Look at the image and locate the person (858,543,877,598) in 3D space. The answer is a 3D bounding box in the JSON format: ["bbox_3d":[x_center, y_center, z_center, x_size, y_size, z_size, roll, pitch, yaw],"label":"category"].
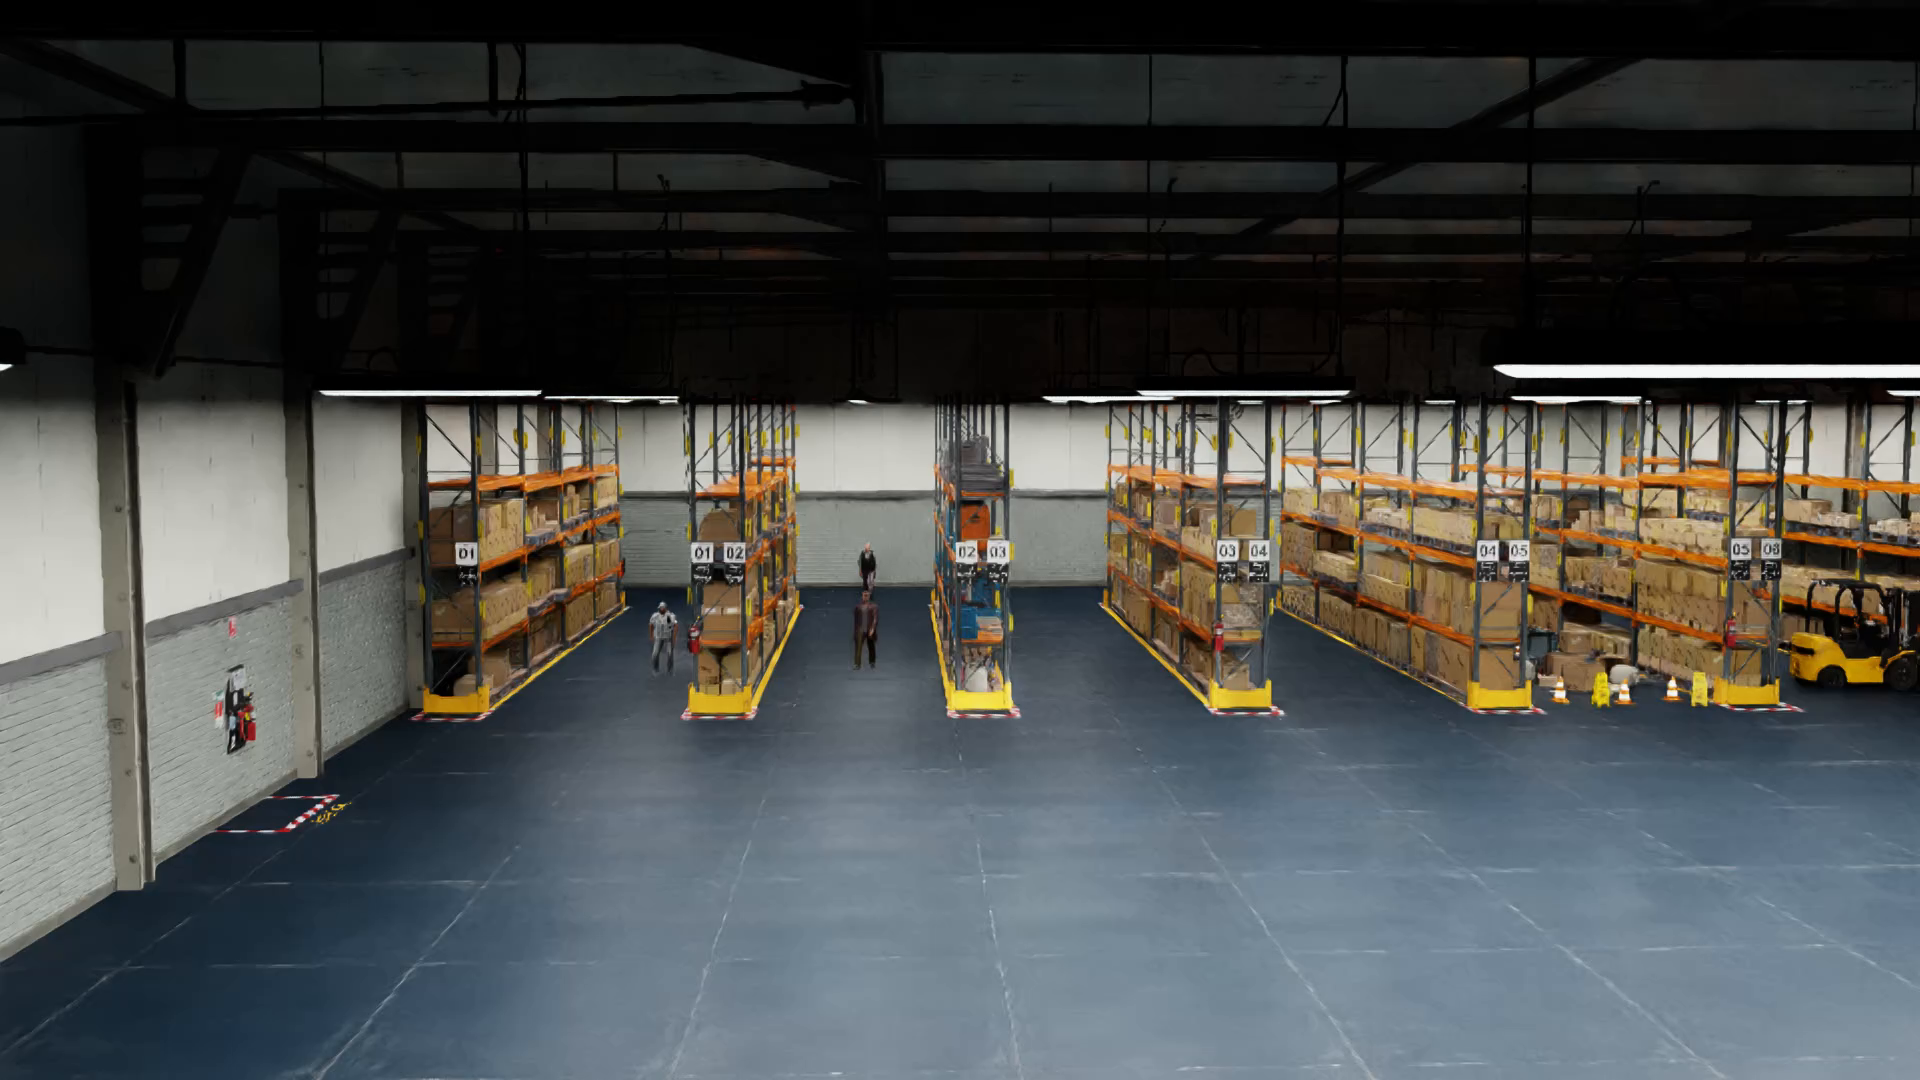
[{"bbox_3d":[-2.780,0.897,49.875,0.543,1.647,1.115,0,5,0],"label":"person"}]

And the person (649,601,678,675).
[{"bbox_3d":[-6.323,2.091,35.444,0.625,1.607,0.582,0,5,-4],"label":"person"}]

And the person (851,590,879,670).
[{"bbox_3d":[-2.050,1.949,36.207,0.575,1.714,1.089,1,5,7],"label":"person"}]
